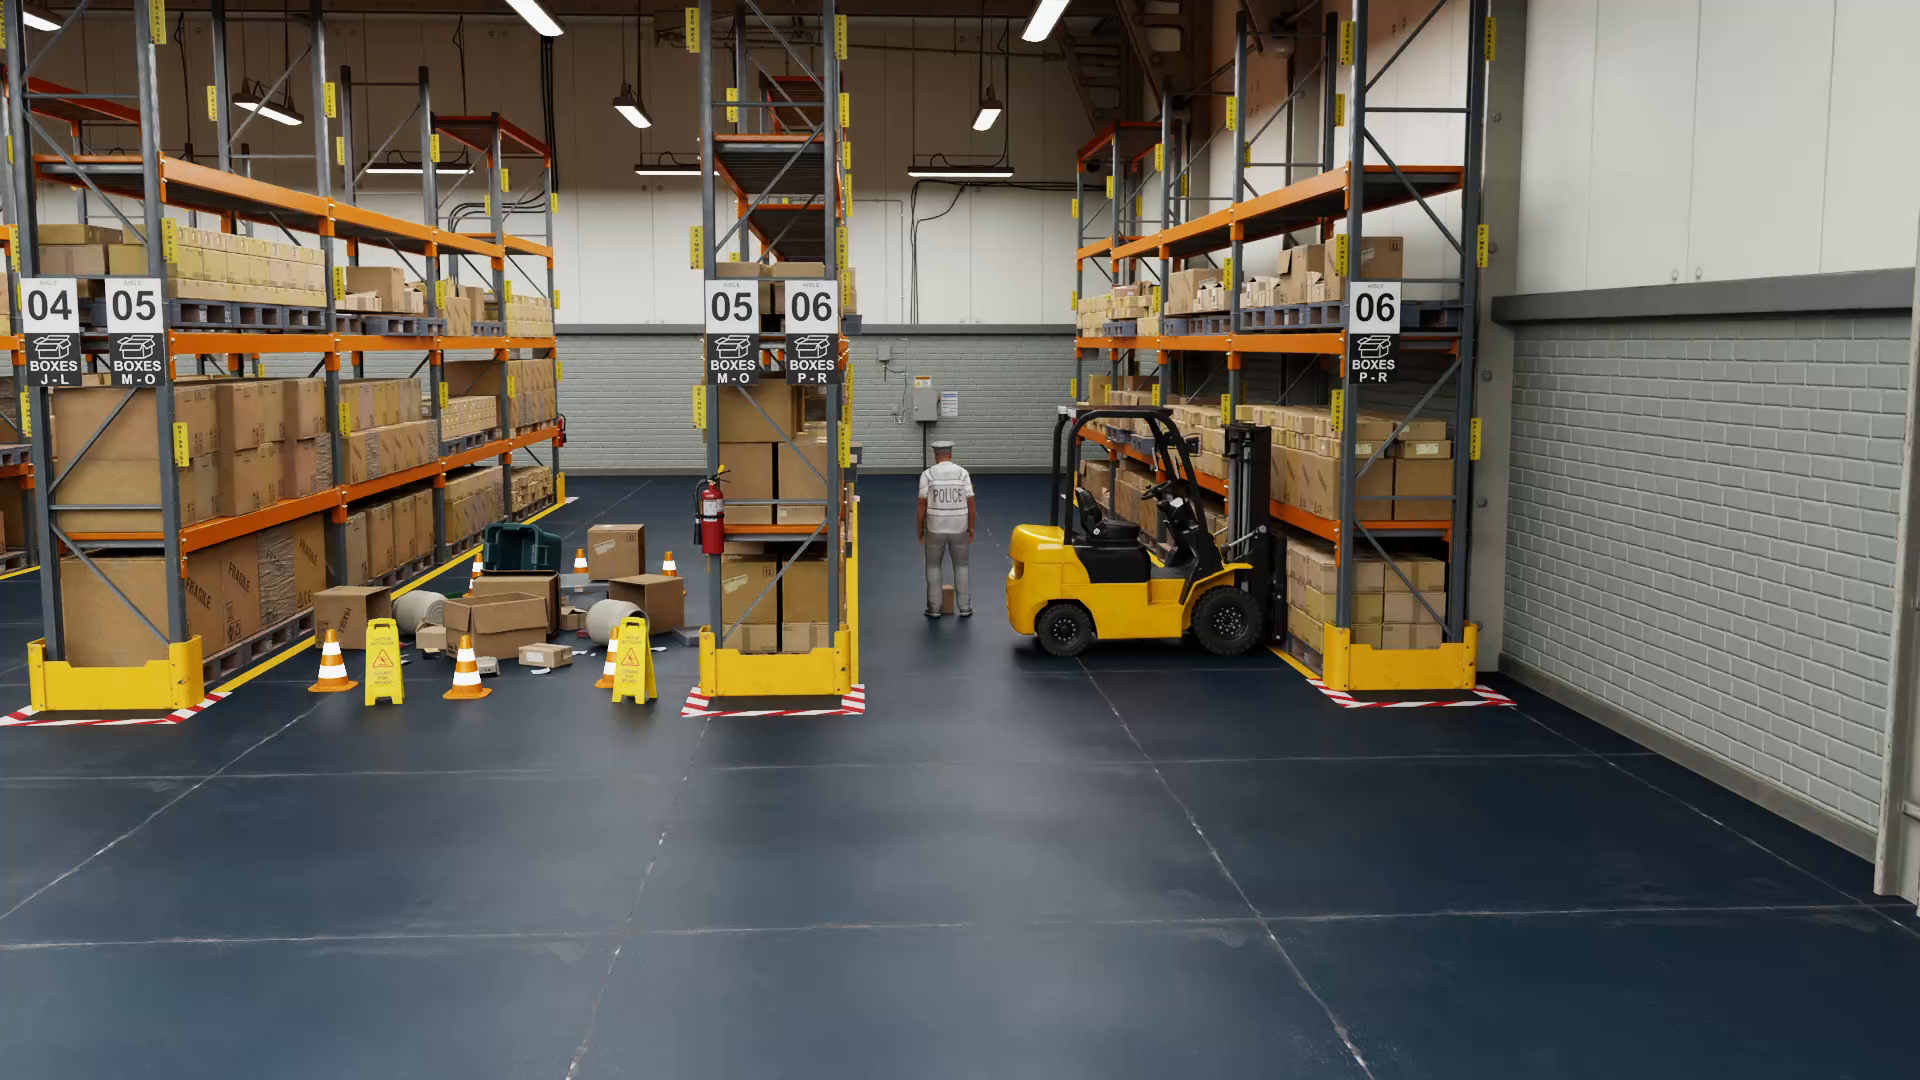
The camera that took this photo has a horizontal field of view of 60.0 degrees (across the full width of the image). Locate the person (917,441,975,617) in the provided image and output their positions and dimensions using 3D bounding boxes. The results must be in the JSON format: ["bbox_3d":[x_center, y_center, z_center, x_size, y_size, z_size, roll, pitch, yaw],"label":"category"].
[{"bbox_3d":[-0.138,-0.108,16.612,0.587,1.748,0.436,-1,7,-8],"label":"person"}]
